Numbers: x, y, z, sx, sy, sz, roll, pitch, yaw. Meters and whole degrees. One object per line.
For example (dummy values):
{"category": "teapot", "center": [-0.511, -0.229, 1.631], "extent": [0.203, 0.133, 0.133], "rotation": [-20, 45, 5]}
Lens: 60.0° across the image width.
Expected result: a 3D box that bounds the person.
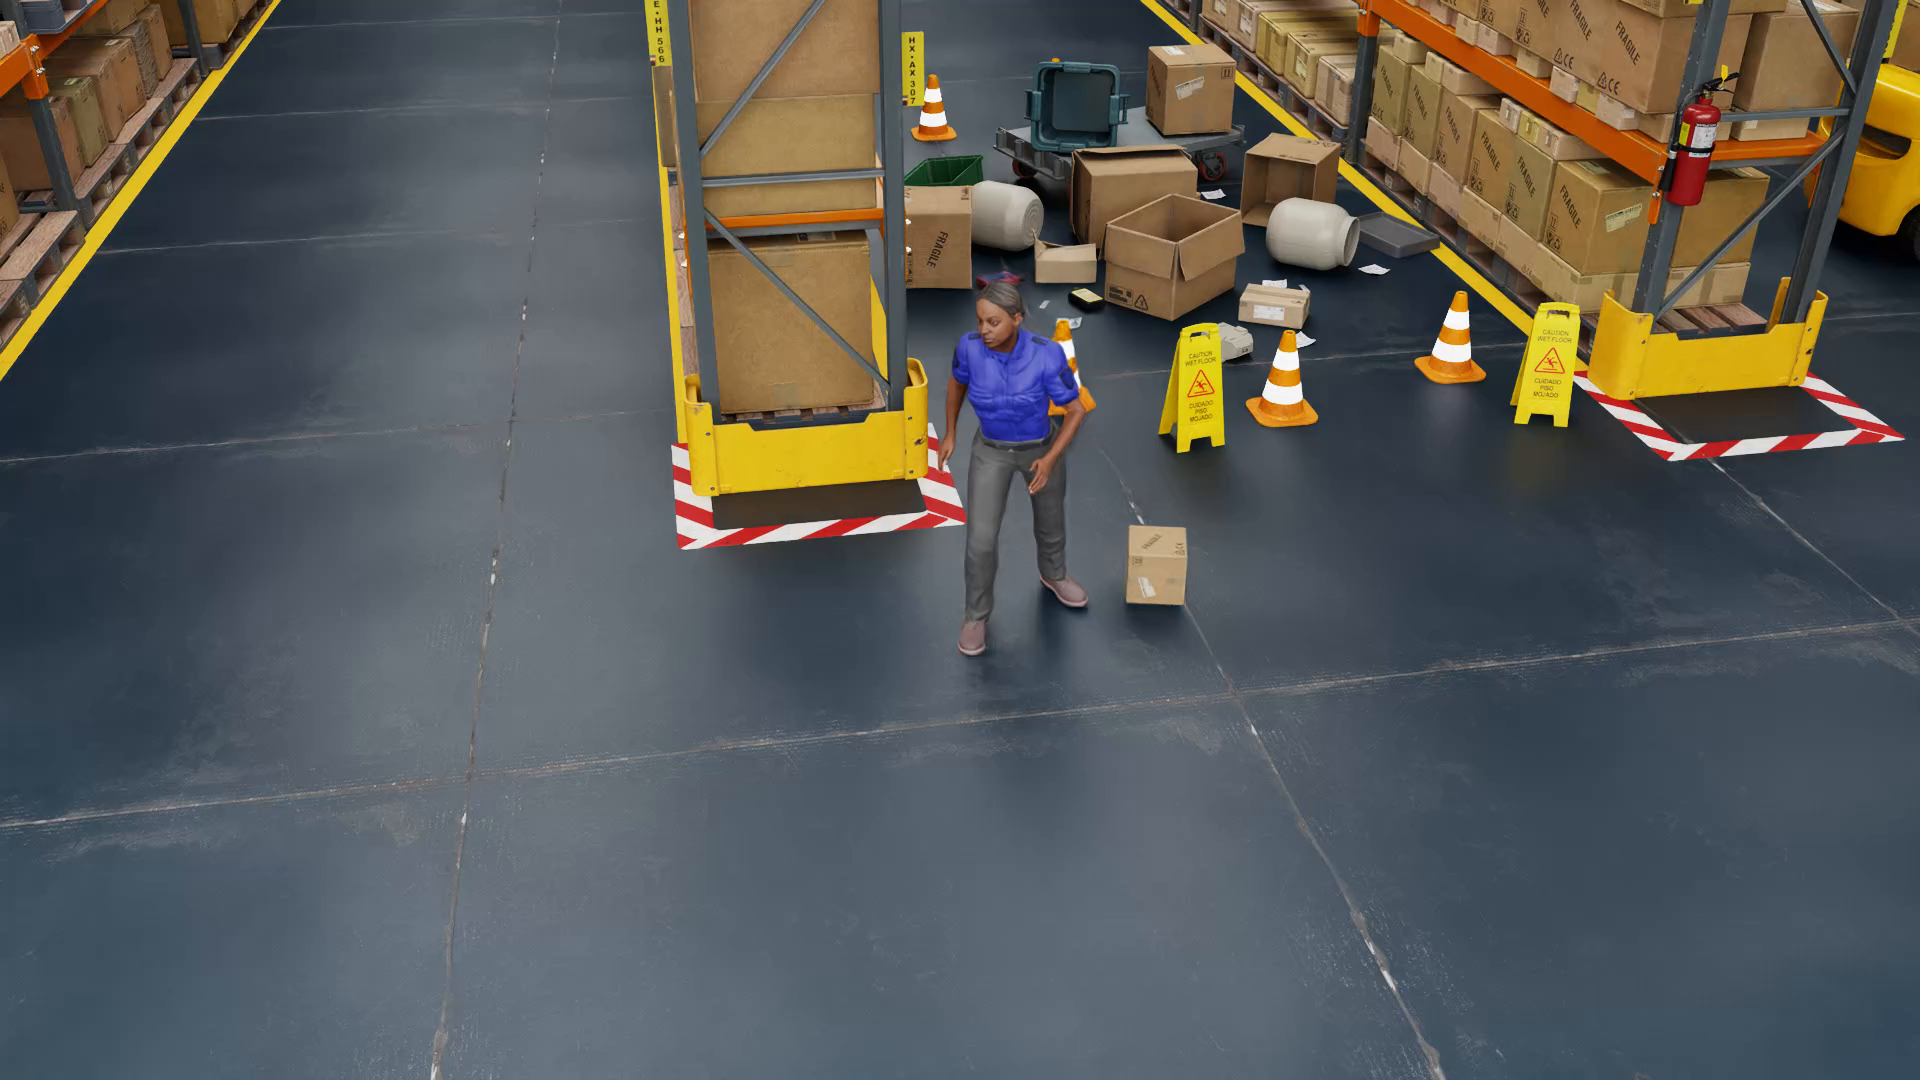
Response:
{"category": "person", "center": [0.226, -0.316, 6.721], "extent": [0.649, 1.612, 0.761], "rotation": [2, 31, 3]}
